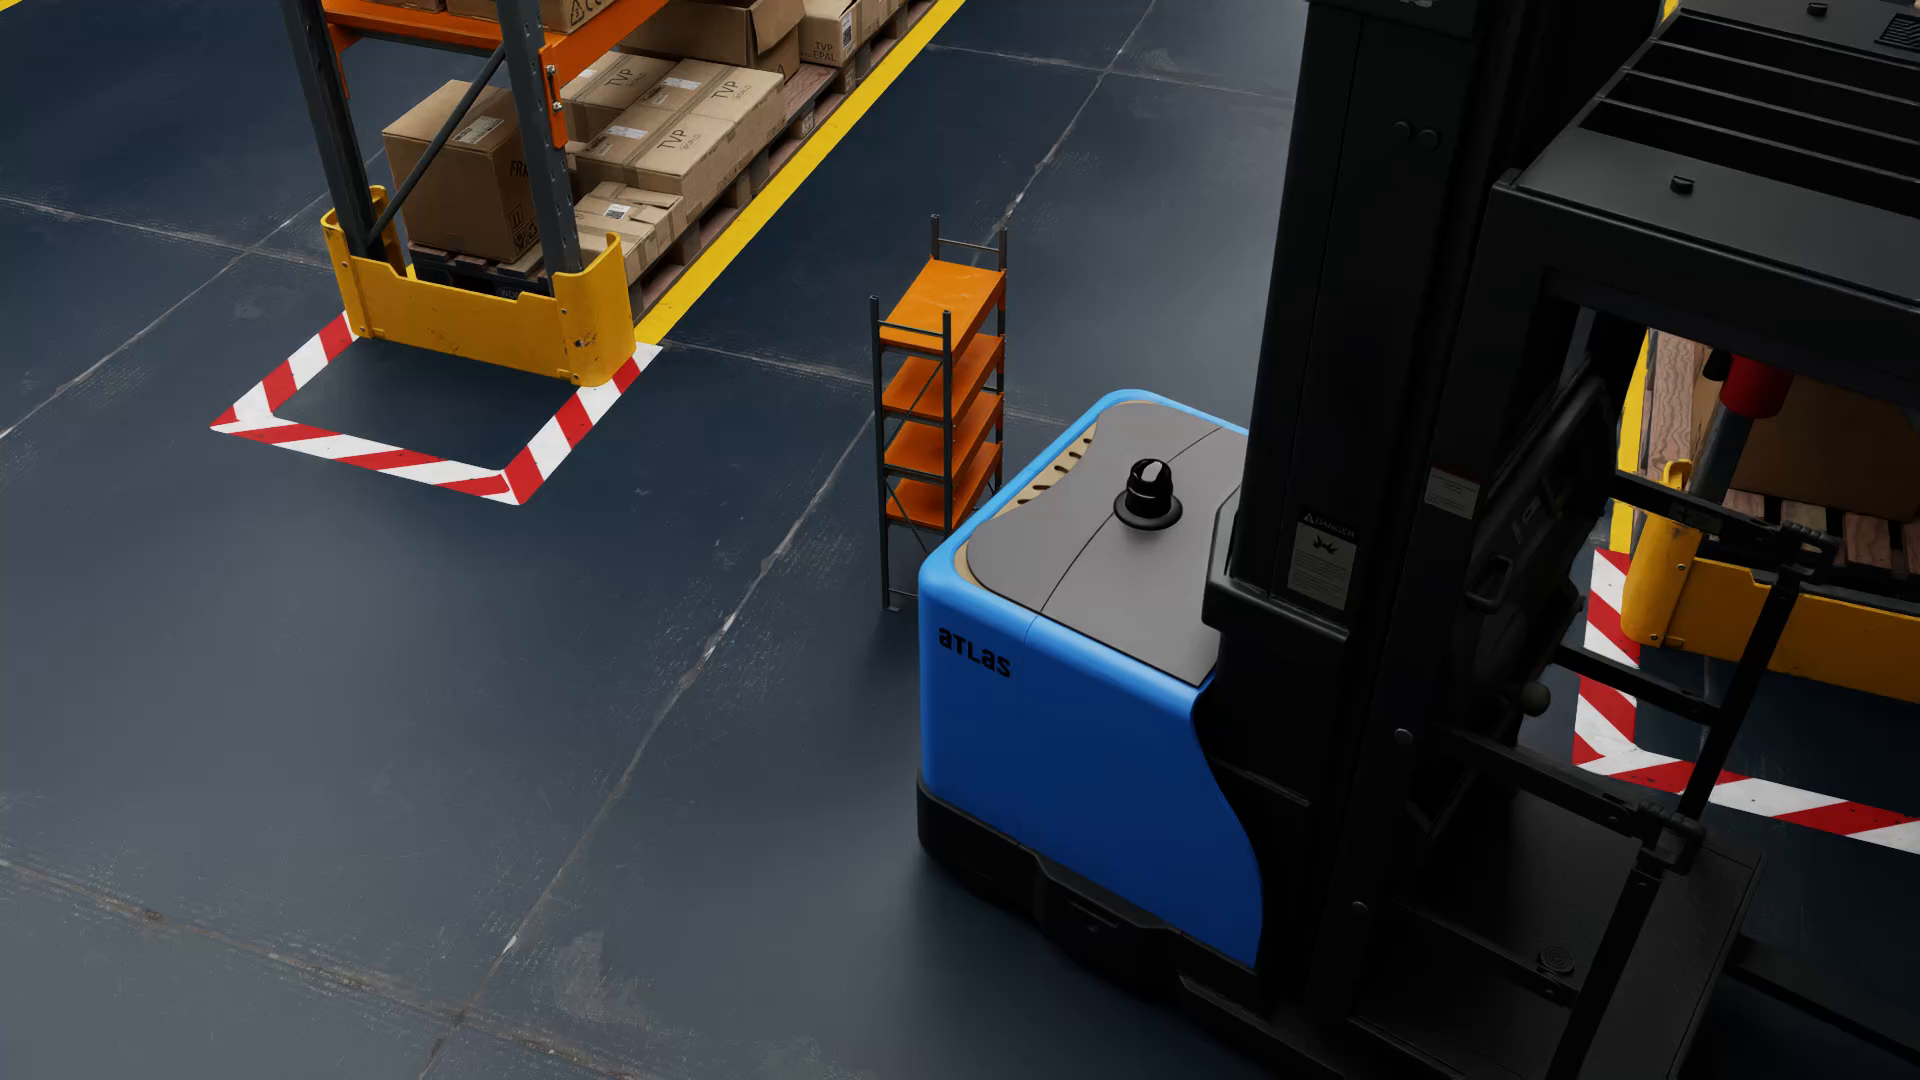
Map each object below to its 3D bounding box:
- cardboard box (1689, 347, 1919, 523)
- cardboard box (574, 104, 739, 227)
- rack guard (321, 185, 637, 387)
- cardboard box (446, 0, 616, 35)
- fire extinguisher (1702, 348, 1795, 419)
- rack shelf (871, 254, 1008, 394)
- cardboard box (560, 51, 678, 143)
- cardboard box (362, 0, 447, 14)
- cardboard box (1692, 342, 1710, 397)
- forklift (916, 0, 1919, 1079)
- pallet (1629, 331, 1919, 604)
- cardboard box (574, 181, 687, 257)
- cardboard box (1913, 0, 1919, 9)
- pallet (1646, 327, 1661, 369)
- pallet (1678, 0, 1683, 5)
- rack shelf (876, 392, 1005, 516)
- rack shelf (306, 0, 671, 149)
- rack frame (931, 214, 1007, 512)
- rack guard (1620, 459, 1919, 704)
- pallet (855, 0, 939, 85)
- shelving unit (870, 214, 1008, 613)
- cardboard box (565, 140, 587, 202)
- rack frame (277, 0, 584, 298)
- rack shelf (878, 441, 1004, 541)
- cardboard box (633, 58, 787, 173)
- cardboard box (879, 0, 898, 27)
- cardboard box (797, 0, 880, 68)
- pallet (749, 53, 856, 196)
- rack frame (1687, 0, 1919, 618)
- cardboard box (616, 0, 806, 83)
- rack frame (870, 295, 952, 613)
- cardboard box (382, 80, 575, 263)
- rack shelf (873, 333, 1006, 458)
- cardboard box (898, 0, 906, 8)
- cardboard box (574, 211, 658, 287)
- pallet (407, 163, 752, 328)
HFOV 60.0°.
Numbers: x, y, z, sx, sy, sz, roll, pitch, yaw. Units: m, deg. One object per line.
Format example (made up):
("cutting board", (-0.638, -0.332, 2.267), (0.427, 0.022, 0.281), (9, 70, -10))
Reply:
("cardboard box", (2.893, -0.469, 5.591), (0.700, 0.500, 0.500), (13, 42, 15))
("cardboard box", (-1.285, -1.603, 7.097), (0.500, 0.250, 0.500), (13, 42, 15))
("rack guard", (-1.882, -1.004, 6.541), (1.175, 0.500, 0.348), (13, 42, 15))
("cardboard box", (-1.509, -2.158, 5.892), (0.500, 0.500, 0.500), (14, 42, 16))
("fire extinguisher", (2.263, -0.650, 4.548), (0.296, 0.674, 0.183), (13, 42, 15))
("rack shelf", (-0.057, -0.654, 4.987), (0.258, 0.148, 0.480), (13, 42, 15))
("cardboard box", (-1.601, -1.989, 7.549), (0.500, 0.250, 0.500), (13, 42, 15))
("cardboard box", (-2.011, -2.280, 6.034), (0.500, 0.500, 0.500), (15, 43, 16))
("cardboard box", (3.064, -0.774, 5.949), (0.700, 0.500, 0.500), (13, 42, 15))
("forklift", (1.379, 0.065, 3.415), (3.031, 2.935, 1.130), (25, 46, 26))
("pallet", (2.948, -0.255, 5.887), (1.003, 0.211, 1.213), (13, 42, 15))
("cardboard box", (-1.357, -1.329, 6.841), (0.380, 0.166, 0.250), (13, 42, 15))
("cardboard box", (2.913, -1.238, 4.659), (0.980, 0.700, 0.700), (15, 43, 17))
("pallet", (3.367, -0.997, 6.756), (1.003, 0.211, 1.213), (13, 42, 15))
("pallet", (4.309, -2.677, 8.725), (1.003, 0.211, 1.213), (13, 42, 15))
("rack shelf", (-0.057, -0.304, 5.286), (0.258, 0.148, 0.480), (13, 42, 15))
("rack shelf", (-1.225, -2.854, 7.339), (1.077, 0.370, 4.000), (13, 42, 15))
("rack frame", (0.027, -0.504, 5.417), (0.240, 1.200, 0.015), (13, 42, 15))
("rack guard", (2.740, 0.155, 5.184), (1.175, 0.500, 0.348), (13, 42, 15))
("pallet", (-0.776, -2.868, 8.949), (1.003, 0.211, 1.213), (13, 42, 15))
("shelving unit", (-0.057, -0.355, 5.242), (0.258, 1.200, 0.503), (13, 42, 15))
("cardboard box", (-1.731, -1.611, 7.171), (0.380, 0.166, 0.250), (13, 42, 15))
("rack frame", (-1.908, -1.908, 5.675), (1.000, 3.000, 0.127), (13, 42, 15))
("rack shelf", (-0.057, -0.153, 5.415), (0.258, 0.148, 0.480), (13, 42, 15))
("cardboard box", (-1.114, -1.908, 7.455), (0.500, 0.250, 0.500), (13, 42, 15))
("cardboard box", (-0.541, -2.778, 8.553), (0.380, 0.149, 0.250), (13, 42, 15))
("cardboard box", (-0.725, -2.624, 8.248), (0.500, 0.311, 0.500), (13, 42, 15))
("pallet", (-1.192, -2.122, 8.074), (1.003, 0.211, 1.213), (13, 42, 15))
("rack frame", (2.748, -0.811, 4.389), (1.000, 3.000, 0.127), (13, 42, 15))
("cardboard box", (-1.178, -2.418, 7.858), (0.797, 0.503, 0.637), (13, 42, 15))
("rack frame", (-0.140, -0.207, 5.068), (0.240, 1.200, 0.015), (13, 42, 15))
("cardboard box", (-1.954, -1.511, 6.797), (0.500, 0.500, 0.500), (13, 42, 15))
("rack shelf", (-0.057, -0.474, 5.141), (0.258, 0.148, 0.480), (13, 42, 15))
("cardboard box", (-0.469, -3.154, 8.722), (0.500, 0.500, 0.500), (13, 42, 15))
("cardboard box", (-1.442, -1.170, 6.668), (0.380, 0.149, 0.250), (13, 42, 15))
("pallet", (-1.611, -1.380, 7.205), (1.003, 0.211, 1.213), (13, 42, 15))
